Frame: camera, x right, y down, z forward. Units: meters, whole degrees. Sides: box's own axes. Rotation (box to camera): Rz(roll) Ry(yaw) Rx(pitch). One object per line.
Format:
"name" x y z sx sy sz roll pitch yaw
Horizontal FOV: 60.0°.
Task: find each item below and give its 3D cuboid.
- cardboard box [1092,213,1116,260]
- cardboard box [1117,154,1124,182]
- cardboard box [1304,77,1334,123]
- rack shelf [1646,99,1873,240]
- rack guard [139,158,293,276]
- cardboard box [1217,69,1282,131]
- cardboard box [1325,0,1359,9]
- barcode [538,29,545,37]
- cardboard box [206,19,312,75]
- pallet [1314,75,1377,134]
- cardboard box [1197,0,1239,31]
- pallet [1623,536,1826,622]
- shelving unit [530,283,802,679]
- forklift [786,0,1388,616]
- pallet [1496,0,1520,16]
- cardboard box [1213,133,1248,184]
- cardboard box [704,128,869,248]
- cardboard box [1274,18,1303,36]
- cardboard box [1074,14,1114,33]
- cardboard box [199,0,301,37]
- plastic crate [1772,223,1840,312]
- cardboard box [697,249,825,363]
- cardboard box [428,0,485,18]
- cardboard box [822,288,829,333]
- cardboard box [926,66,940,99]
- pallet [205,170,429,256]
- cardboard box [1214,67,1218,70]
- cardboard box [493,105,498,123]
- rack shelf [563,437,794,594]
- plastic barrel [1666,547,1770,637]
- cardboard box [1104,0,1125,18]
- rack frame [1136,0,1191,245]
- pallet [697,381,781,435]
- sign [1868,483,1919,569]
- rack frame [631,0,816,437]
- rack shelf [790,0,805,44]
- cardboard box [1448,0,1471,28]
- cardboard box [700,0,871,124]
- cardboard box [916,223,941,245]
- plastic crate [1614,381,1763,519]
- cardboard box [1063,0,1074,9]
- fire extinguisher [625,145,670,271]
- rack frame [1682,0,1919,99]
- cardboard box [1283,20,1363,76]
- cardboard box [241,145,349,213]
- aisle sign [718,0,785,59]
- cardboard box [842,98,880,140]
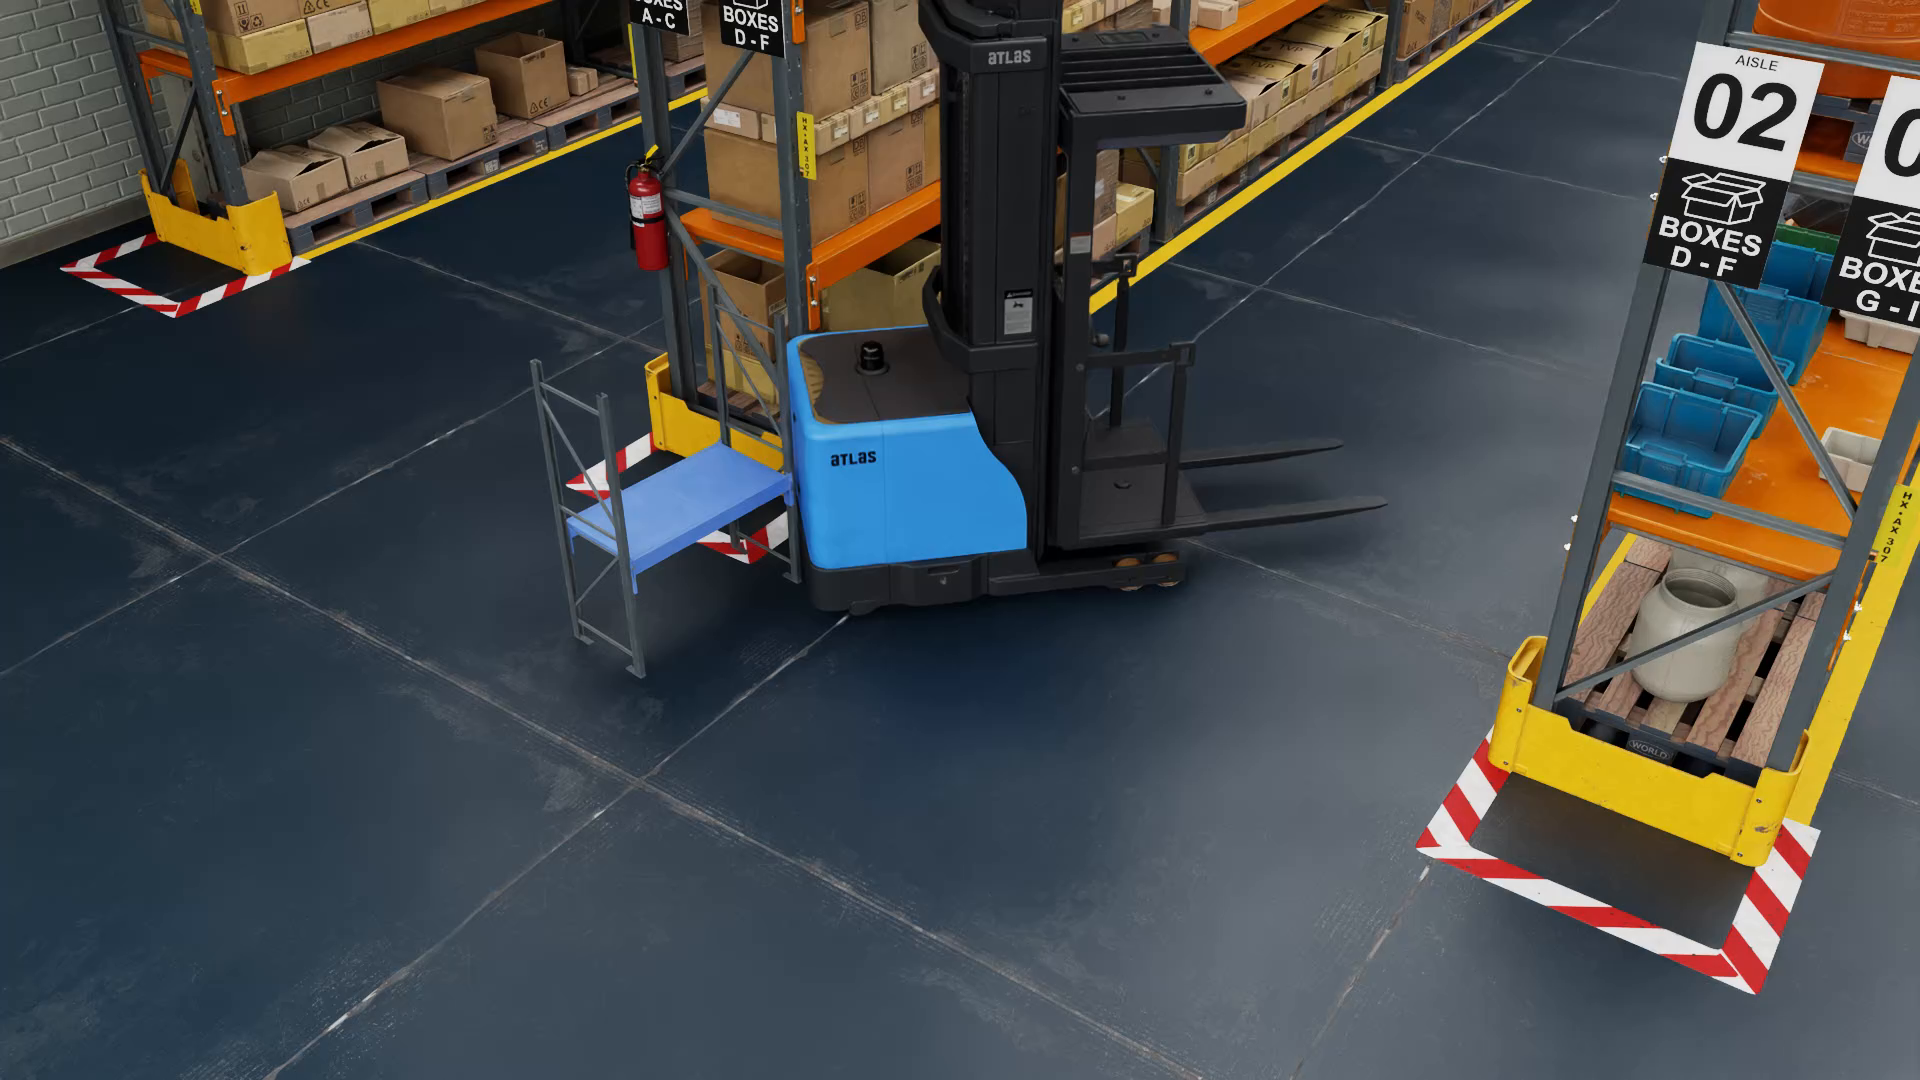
"cardboard box" 0.708 -2.061 11.199 0.500 0.250 0.500 21 39 28
"cardboard box" 1.084 -2.854 12.373 0.500 0.250 0.500 21 39 28
"cardboard box" 2.687 -3.623 13.509 0.500 0.250 0.500 22 40 29
"rack shelf" 4.013 -1.976 6.959 1.077 0.370 4.000 21 39 28
"rack guard" -5.223 -2.275 11.668 1.175 0.500 0.348 21 39 28
"cardboard box" 2.110 -3.381 12.651 0.500 0.311 0.500 20 39 27
"cardboard box" 3.707 -5.029 15.347 0.500 0.500 0.500 23 40 30
"barcode" -3.491 -4.224 13.871 0.001 0.075 0.075 21 39 28
"cardboard box" -4.728 -3.345 11.135 0.500 0.250 0.500 20 39 27
"pallet" 2.865 -3.855 14.262 1.003 0.211 1.213 21 39 28
"cardboard box" 1.759 -3.774 11.878 0.380 0.149 0.250 21 39 28
"pallet" 4.041 0.063 8.469 1.003 0.211 1.213 21 39 28
"shelving unit" -1.336 -0.283 7.829 0.538 1.500 1.048 26 42 33
"forklift" 0.676 -1.243 7.972 3.031 2.935 1.130 -6 35 -9
"pallet" 5.215 -5.676 16.955 1.003 0.211 1.213 21 39 28
"cardboard box" 1.812 -2.912 12.458 0.500 0.250 0.500 22 40 29
"cardboard box" -0.918 -1.947 8.862 0.700 0.500 0.500 21 39 28
"cardboard box" 2.534 -4.252 13.939 0.500 0.311 0.500 20 39 27
"cardboard box" 0.543 -3.126 10.606 0.700 0.500 0.500 21 39 28
"cardboard box" -4.748 -3.656 10.925 0.500 0.500 0.500 21 39 28
"plastic crate" 4.147 -1.330 8.228 0.450 0.188 0.662 21 39 28
"cardboard box" -1.134 -1.382 9.527 0.500 0.500 0.500 21 39 28
"cardboard box" -3.858 -4.053 12.181 0.500 0.250 0.500 22 40 29
"cardboard box" -0.857 -1.305 10.082 0.500 0.250 0.500 21 39 28
"cardboard box" -0.207 -2.593 9.238 0.380 0.149 0.250 20 39 27
"pallet" -4.731 -2.518 12.285 1.003 0.211 1.213 21 39 28
"cardboard box" 1.659 -3.551 12.903 0.500 0.311 0.500 21 39 28
"cardboard box" -3.914 -3.388 13.234 0.380 0.149 0.250 18 38 25
"rack shelf" -1.336 -0.134 7.930 0.538 0.185 1.000 26 42 33
"plastic barrel" 3.470 0.187 7.641 0.421 0.512 0.421 0 34 0
"cardboard box" 0.817 -3.418 10.458 0.380 0.149 0.250 20 39 27
"rack frame" 1.086 -3.536 11.301 1.000 3.000 0.127 21 39 28
"pallet" -0.793 -0.905 9.900 1.003 0.211 1.213 21 39 28
"sign" 3.322 -0.048 5.896 0.100 0.325 0.005 21 39 28
"rack frame" -1.195 -1.695 8.579 1.000 3.000 0.127 21 39 28
"rack shelf" -0.055 -3.560 9.301 1.077 0.370 4.000 21 39 28
"cardboard box" 4.445 -5.114 15.473 0.500 0.500 0.500 21 39 28
"cardboard box" -0.888 -2.509 8.535 0.700 0.500 0.500 21 40 28
"cardboard box" -0.148 -1.681 9.969 0.500 0.500 0.500 21 39 28
"plastic crate" 2.912 -0.375 6.760 0.499 0.251 0.616 21 39 28
"cardboard box" 0.265 -3.445 9.920 0.700 0.500 0.500 21 39 28
"fire extinguisher" -1.644 -1.757 8.739 0.296 0.674 0.183 21 39 28
"rack frame" 2.872 -2.596 4.556 1.000 3.000 0.127 21 39 28
"cardboard box" 2.979 -4.083 13.689 0.500 0.311 0.500 21 39 28
"cardboard box" -4.798 -2.634 11.974 0.500 0.311 0.500 17 37 23
"aisle sign" -0.981 -2.644 7.661 0.394 0.787 0.004 21 39 28
"cardboard box" -0.646 -2.239 8.715 0.380 0.149 0.250 20 39 27
